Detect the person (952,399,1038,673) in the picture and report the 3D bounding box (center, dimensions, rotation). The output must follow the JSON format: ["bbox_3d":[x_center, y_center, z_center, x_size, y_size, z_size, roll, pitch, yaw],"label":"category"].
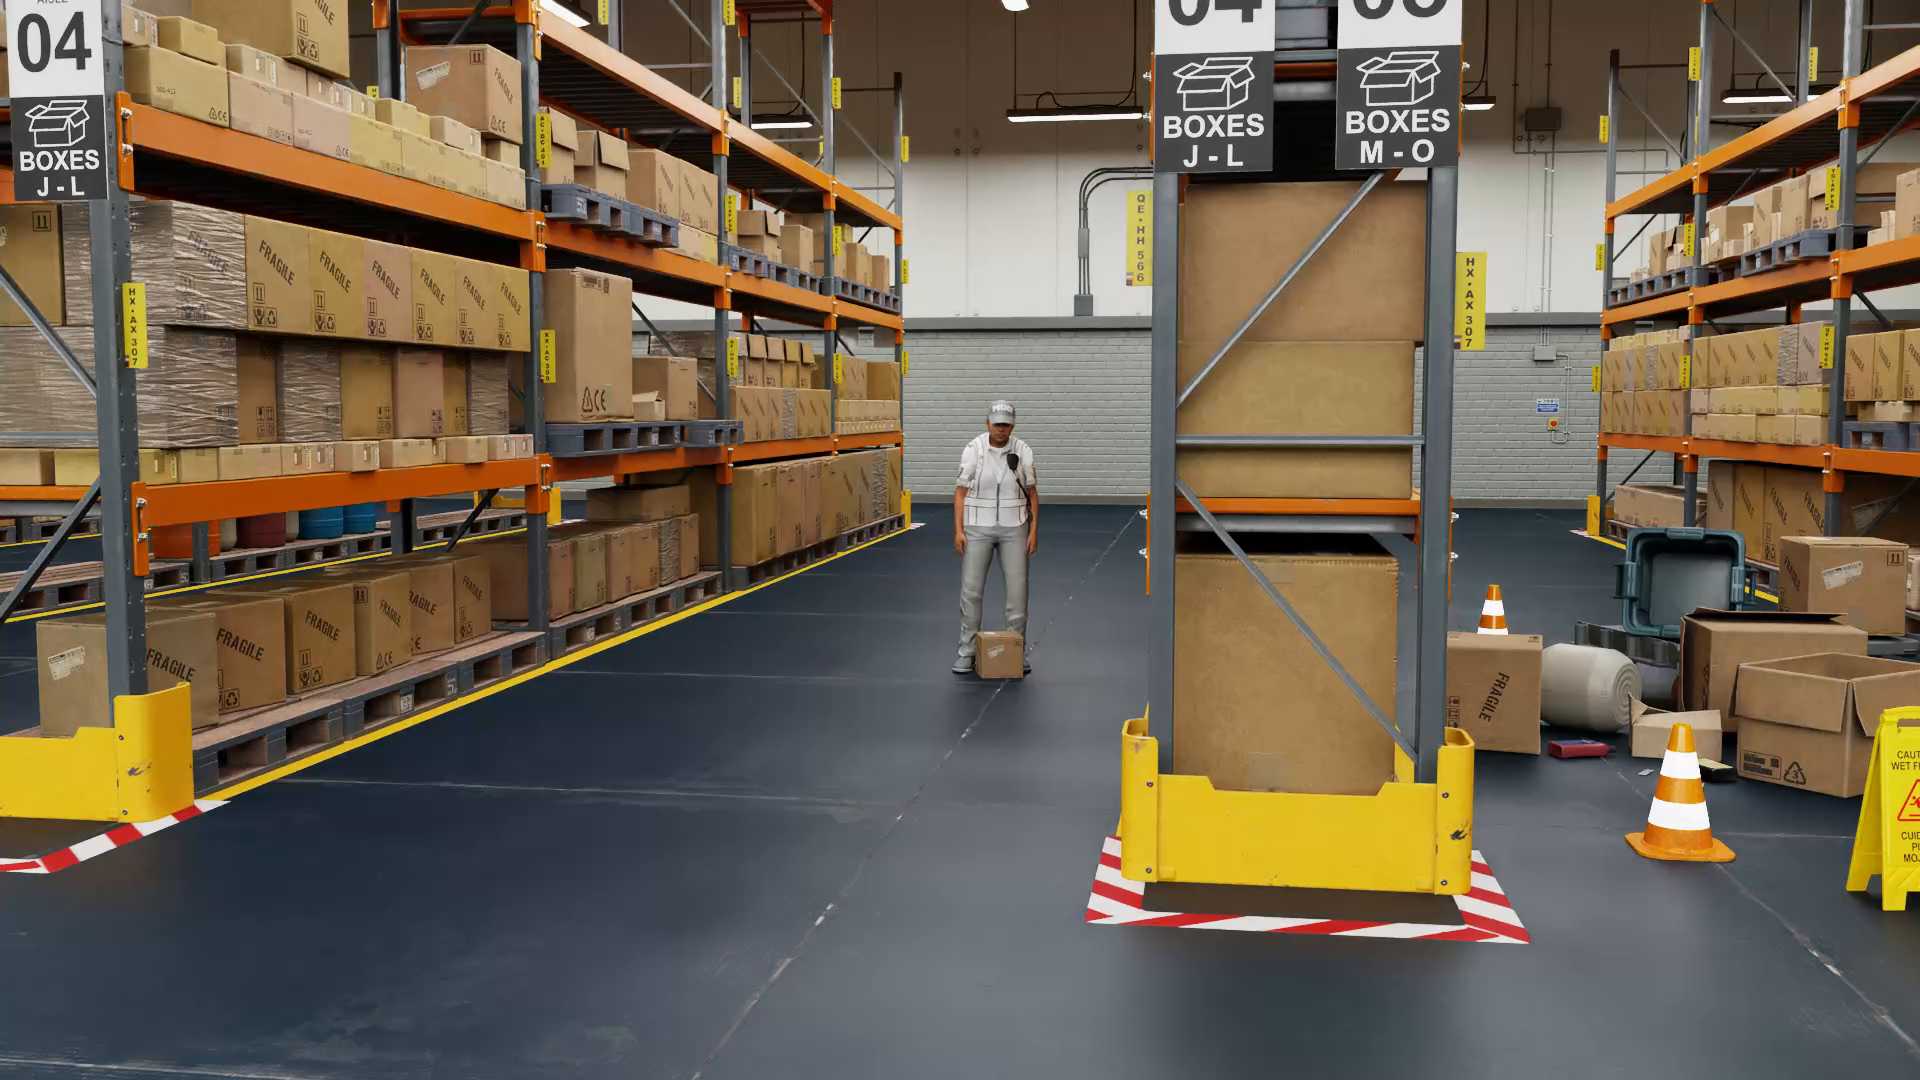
[{"bbox_3d":[0.217,-0.029,10.225,0.539,1.665,0.468,0,5,-3],"label":"person"}]
